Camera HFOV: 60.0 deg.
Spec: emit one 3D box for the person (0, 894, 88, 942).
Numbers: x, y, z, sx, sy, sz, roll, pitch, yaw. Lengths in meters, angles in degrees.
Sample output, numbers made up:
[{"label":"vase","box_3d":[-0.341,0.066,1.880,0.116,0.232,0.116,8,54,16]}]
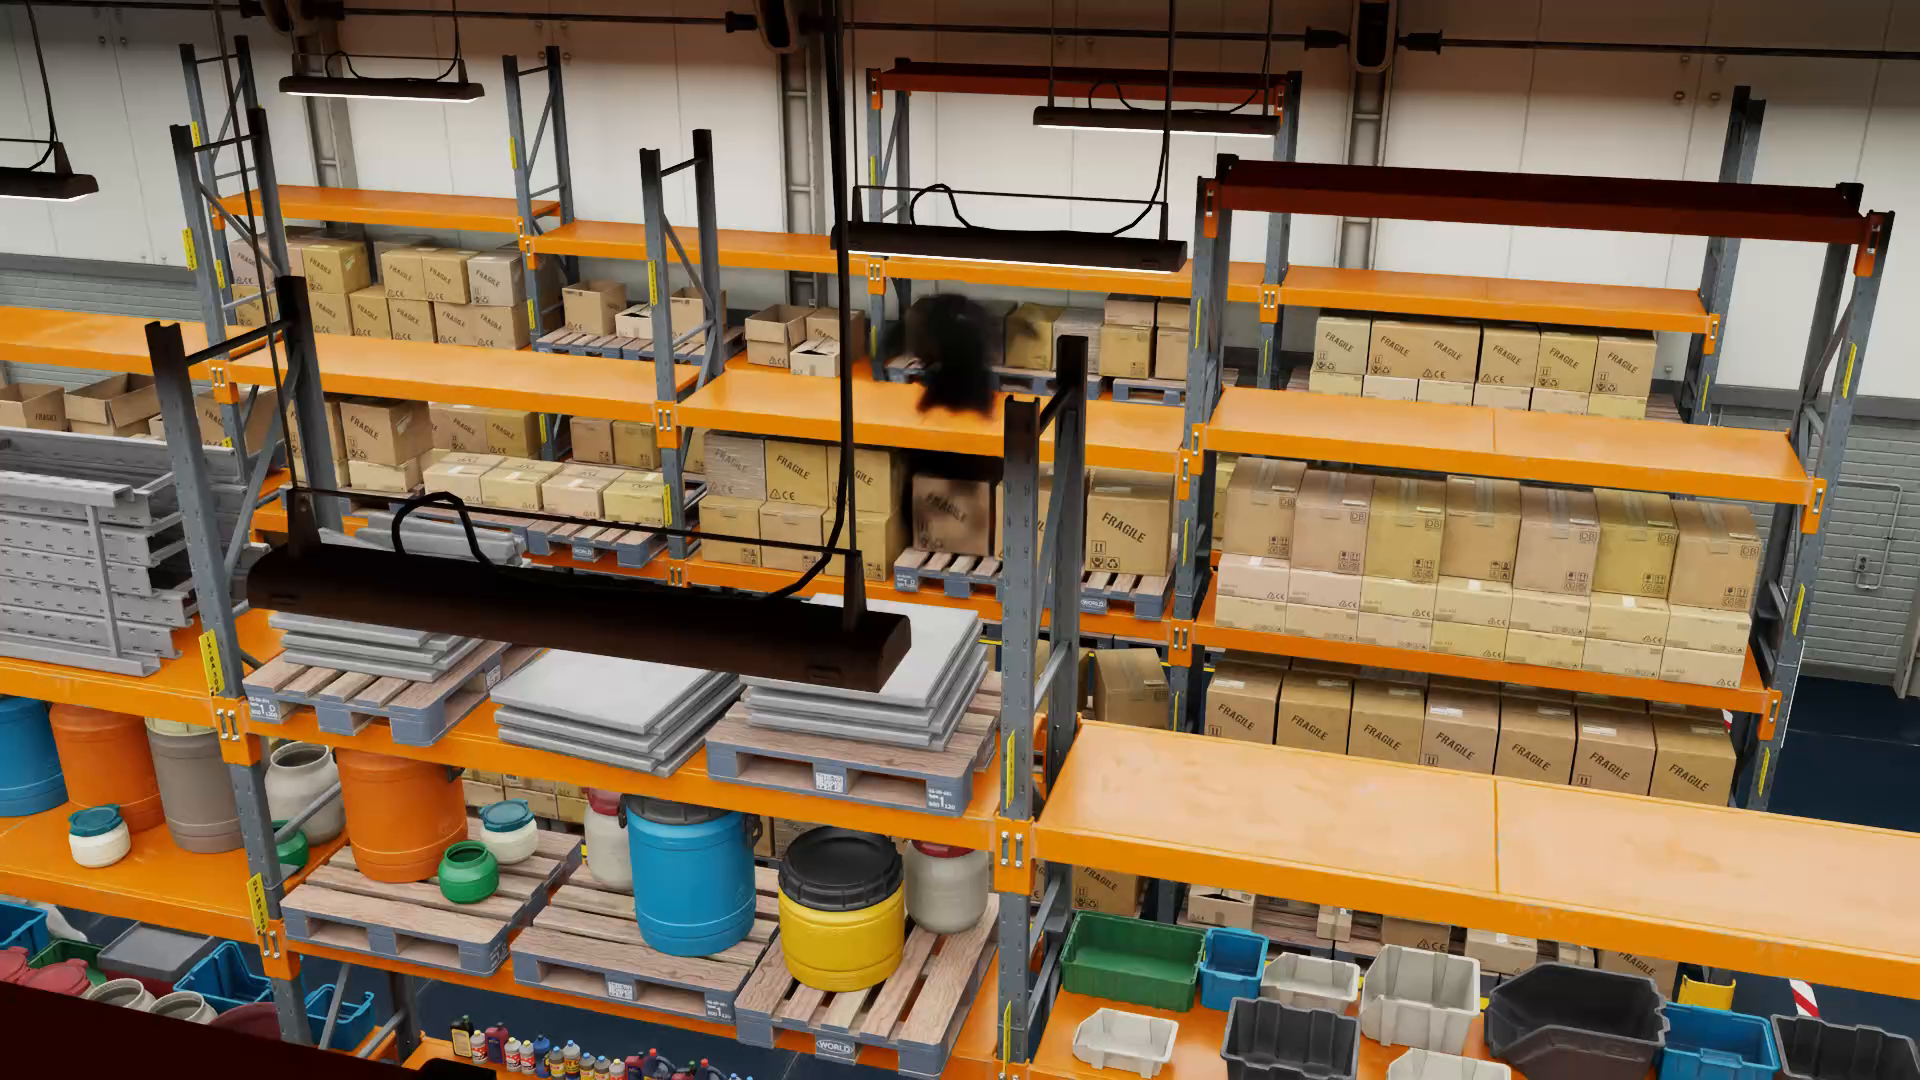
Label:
[{"label":"person","box_3d":[-7.272,2.523,12.511,1.006,1.710,0.455,-14,26,-31]}]
